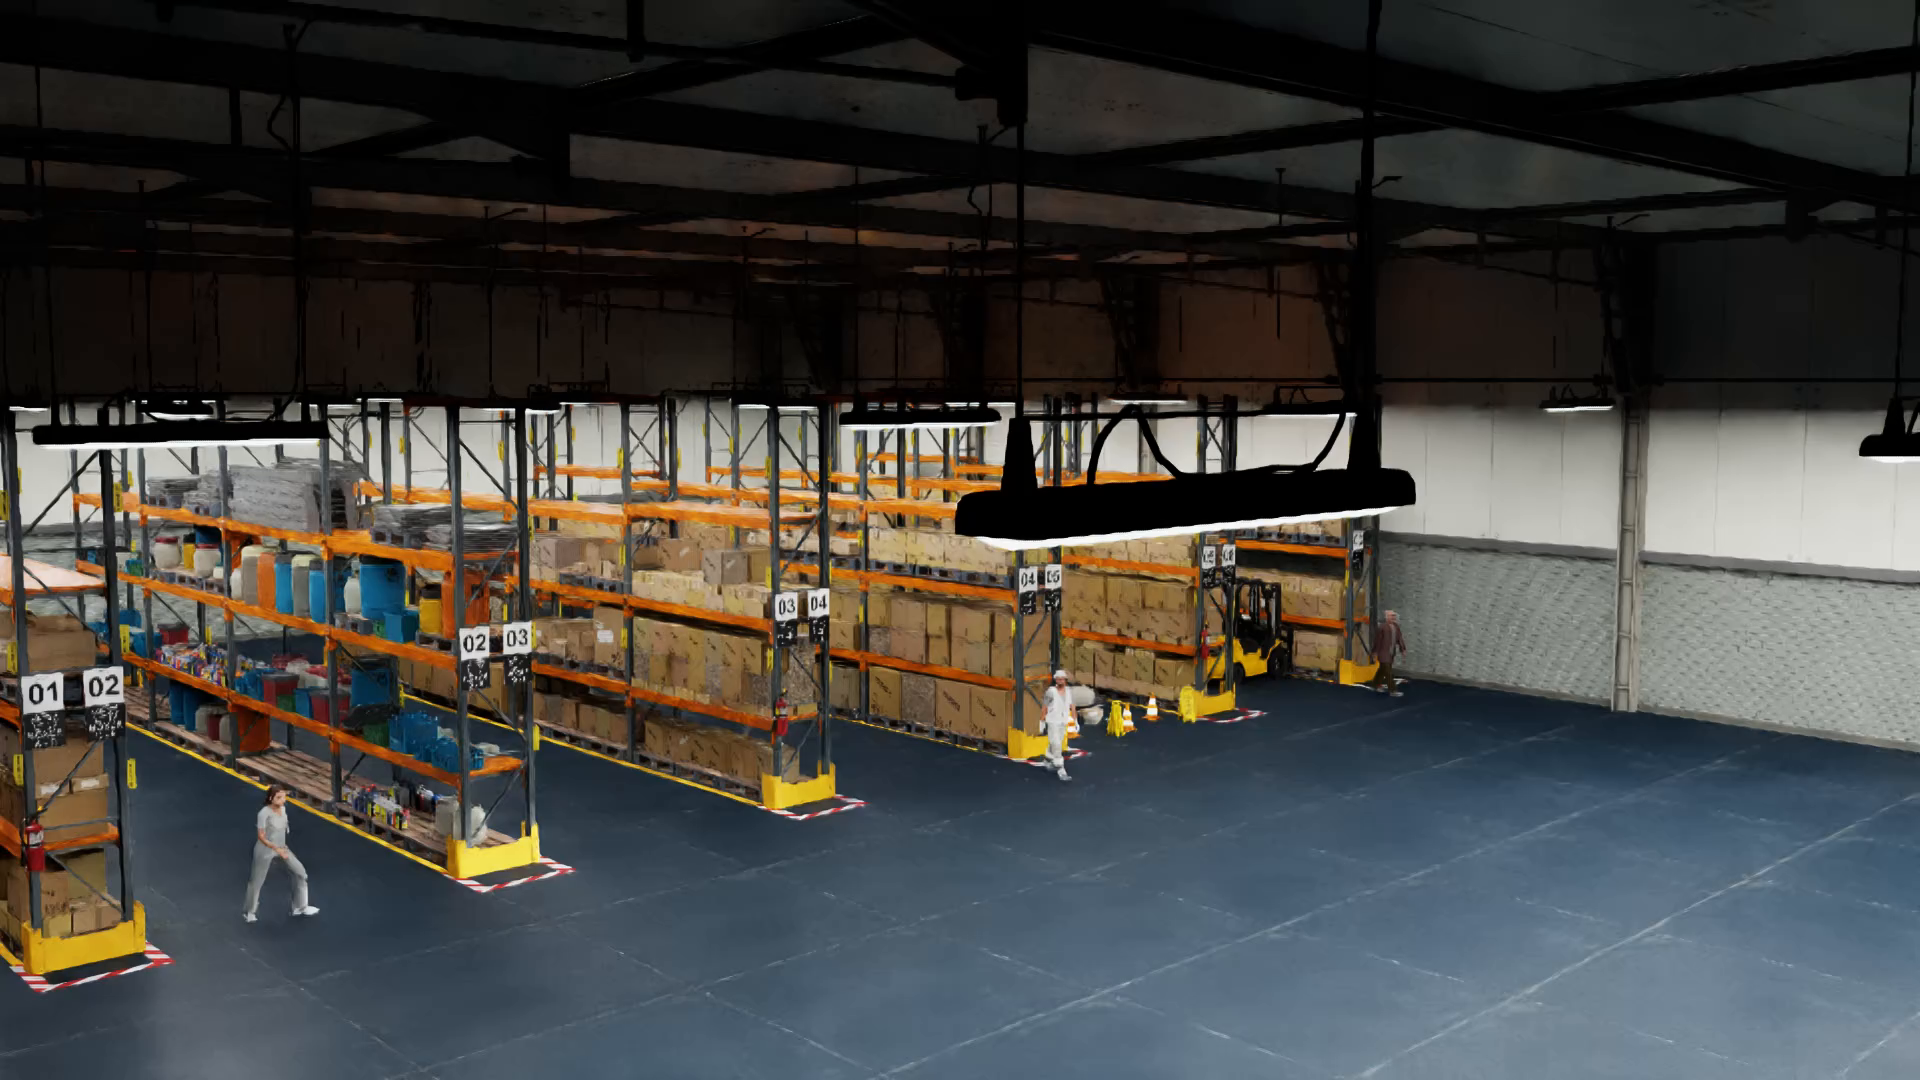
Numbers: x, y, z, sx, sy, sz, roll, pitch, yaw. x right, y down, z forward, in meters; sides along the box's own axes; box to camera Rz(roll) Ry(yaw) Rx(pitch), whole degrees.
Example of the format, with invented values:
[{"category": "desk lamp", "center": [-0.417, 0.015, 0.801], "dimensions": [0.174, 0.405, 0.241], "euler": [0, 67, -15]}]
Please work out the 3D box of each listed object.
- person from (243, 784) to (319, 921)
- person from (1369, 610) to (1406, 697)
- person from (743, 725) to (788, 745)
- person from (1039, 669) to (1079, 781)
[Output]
[{"category": "person", "center": [-8.031, 3.657, 19.465], "dimensions": [0.774, 1.582, 0.592], "euler": [3, 6, 25]}, {"category": "person", "center": [8.594, 2.242, 33.265], "dimensions": [0.576, 1.712, 1.090], "euler": [-4, 7, -34]}, {"category": "person", "center": [-3.379, 2.814, 28.402], "dimensions": [0.788, 1.525, 0.561], "euler": [3, 6, 29]}, {"category": "person", "center": [1.592, 2.906, 26.404], "dimensions": [0.534, 1.726, 1.038], "euler": [-4, 7, -33]}]
